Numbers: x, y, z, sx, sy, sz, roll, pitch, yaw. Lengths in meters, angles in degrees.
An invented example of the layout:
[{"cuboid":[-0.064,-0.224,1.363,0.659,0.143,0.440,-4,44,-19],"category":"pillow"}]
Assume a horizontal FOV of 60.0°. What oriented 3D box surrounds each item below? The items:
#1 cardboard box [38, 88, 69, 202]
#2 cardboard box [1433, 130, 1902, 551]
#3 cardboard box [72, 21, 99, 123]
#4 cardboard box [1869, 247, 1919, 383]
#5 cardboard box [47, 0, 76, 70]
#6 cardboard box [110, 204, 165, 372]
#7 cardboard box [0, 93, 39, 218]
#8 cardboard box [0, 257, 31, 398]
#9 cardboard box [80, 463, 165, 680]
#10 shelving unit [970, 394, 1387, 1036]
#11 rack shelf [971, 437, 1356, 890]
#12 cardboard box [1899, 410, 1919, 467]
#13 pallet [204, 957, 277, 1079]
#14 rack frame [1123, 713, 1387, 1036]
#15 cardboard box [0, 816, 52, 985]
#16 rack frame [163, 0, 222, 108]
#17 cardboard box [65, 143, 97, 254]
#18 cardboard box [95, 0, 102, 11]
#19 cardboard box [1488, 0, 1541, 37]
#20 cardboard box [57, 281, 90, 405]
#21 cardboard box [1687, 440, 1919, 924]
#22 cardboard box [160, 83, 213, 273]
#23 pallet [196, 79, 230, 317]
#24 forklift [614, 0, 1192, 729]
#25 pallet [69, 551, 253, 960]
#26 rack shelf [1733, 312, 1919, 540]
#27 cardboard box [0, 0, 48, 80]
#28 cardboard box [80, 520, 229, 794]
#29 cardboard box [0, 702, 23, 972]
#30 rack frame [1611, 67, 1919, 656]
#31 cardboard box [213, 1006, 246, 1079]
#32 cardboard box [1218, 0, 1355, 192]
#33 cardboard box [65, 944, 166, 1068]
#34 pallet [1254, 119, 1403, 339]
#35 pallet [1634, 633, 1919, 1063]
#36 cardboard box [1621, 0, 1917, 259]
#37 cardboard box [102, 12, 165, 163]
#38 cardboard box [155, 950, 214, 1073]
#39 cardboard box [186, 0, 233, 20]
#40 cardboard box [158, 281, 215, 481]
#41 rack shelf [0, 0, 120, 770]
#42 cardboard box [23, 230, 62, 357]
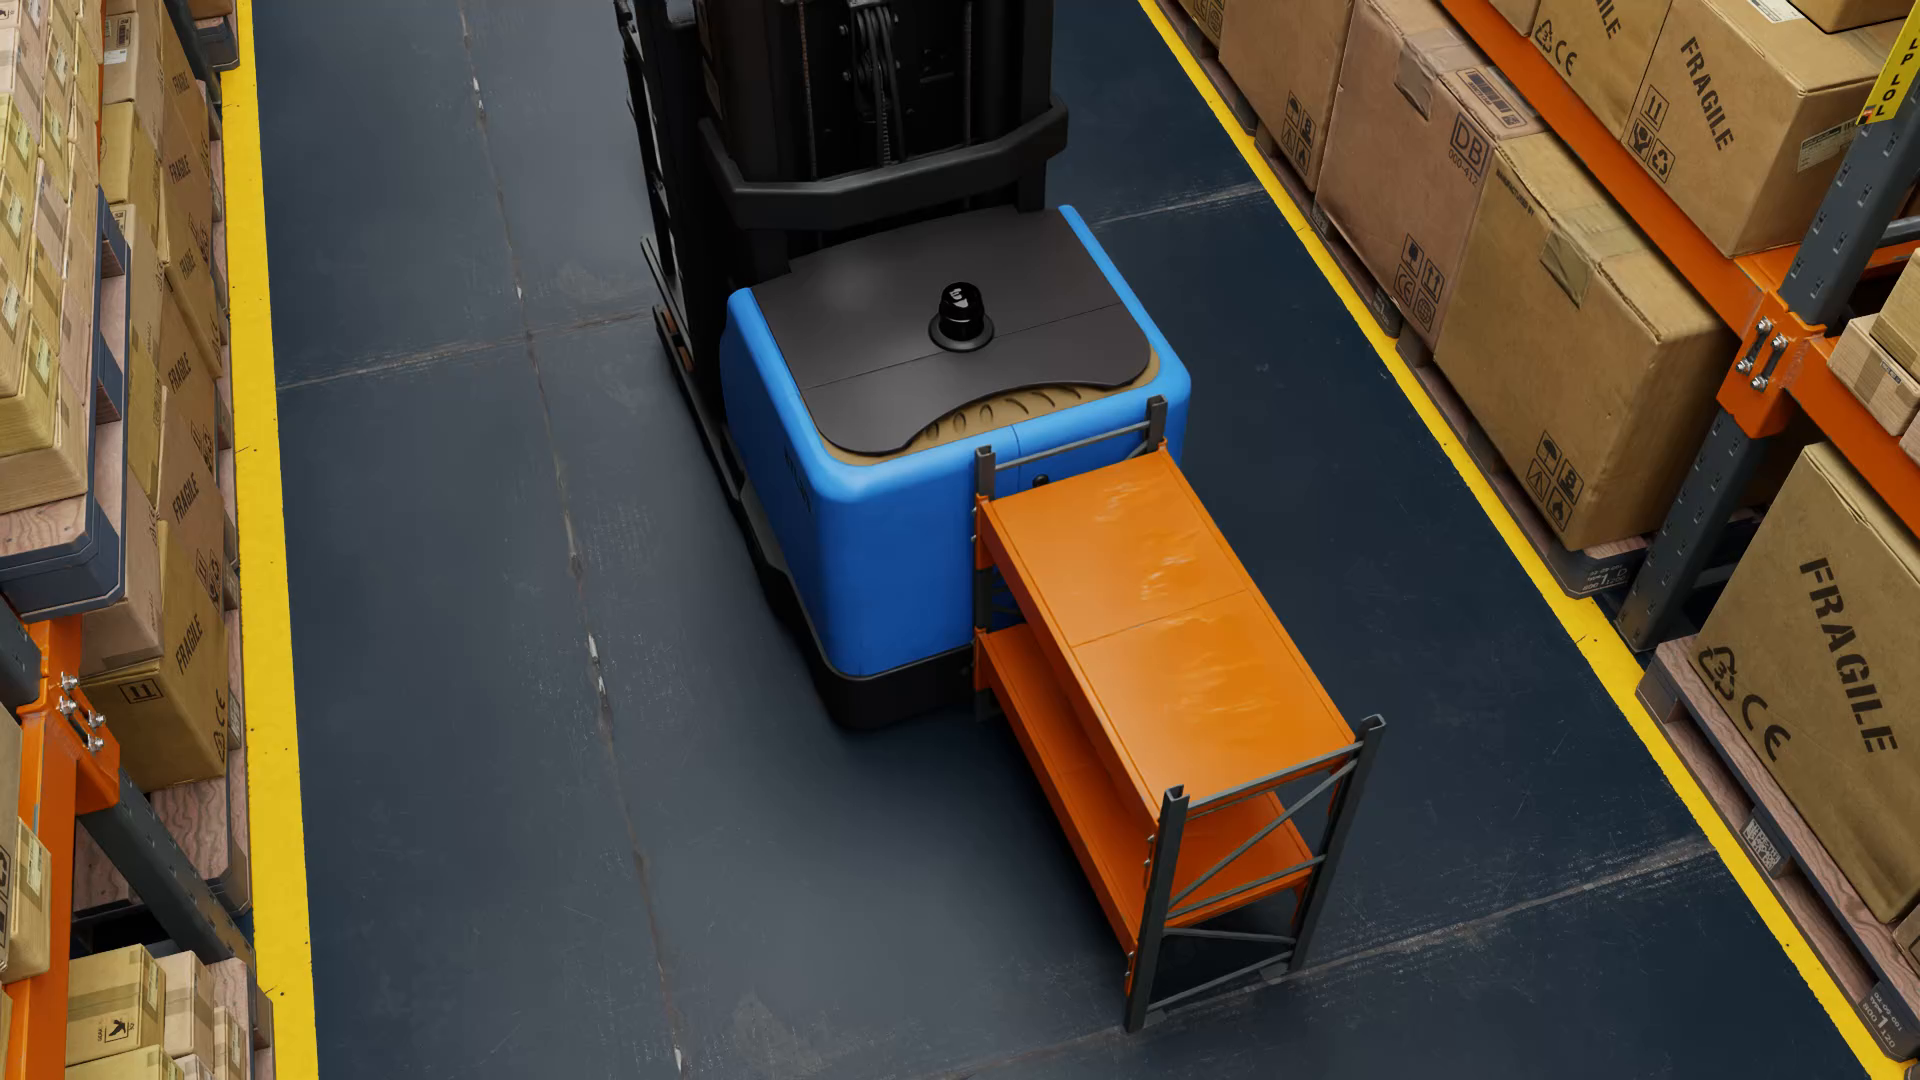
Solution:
[{"cuboid":[-2.208,-0.842,3.693,0.380,0.149,0.250,-15,52,-13],"category":"cardboard box"},{"cuboid":[2.261,-0.694,4.988,1.225,0.875,0.875,-13,51,-11],"category":"cardboard box"},{"cuboid":[-2.367,-1.132,4.132,0.380,0.149,0.250,-14,51,-12],"category":"cardboard box"},{"cuboid":[2.358,-0.426,3.551,0.500,0.250,0.500,-14,51,-12],"category":"cardboard box"},{"cuboid":[-2.368,-1.232,4.022,0.380,0.149,0.250,-14,51,-12],"category":"cardboard box"},{"cuboid":[-2.571,-0.666,4.719,0.500,0.250,0.500,-12,51,-10],"category":"cardboard box"},{"cuboid":[-2.137,-0.761,3.430,0.380,0.149,0.250,-13,51,-11],"category":"cardboard box"},{"cuboid":[-1.975,-0.371,3.101,0.380,0.149,0.250,-11,51,-9],"category":"cardboard box"},{"cuboid":[-2.264,0.096,4.077,0.500,0.250,0.500,-15,52,-13],"category":"cardboard box"},{"cuboid":[0.461,0.445,4.139,0.538,1.125,1.048,-17,52,-14],"category":"shelving unit"},{"cuboid":[0.461,0.257,3.915,0.538,0.278,1.000,-17,52,-14],"category":"rack shelf"},{"cuboid":[2.317,-0.217,3.635,0.380,0.149,0.250,-15,51,-12],"category":"cardboard box"},{"cuboid":[-2.066,1.648,3.723,1.003,0.211,1.213,-13,51,-11],"category":"pallet"},{"cuboid":[0.650,0.806,3.835,0.500,1.125,0.032,-17,52,-14],"category":"rack frame"},{"cuboid":[-1.810,0.667,2.890,0.380,0.149,0.250,-15,51,-12],"category":"cardboard box"},{"cuboid":[-3.481,-2.655,5.526,1.000,3.000,0.127,-13,51,-11],"category":"rack frame"},{"cuboid":[-2.206,-0.747,3.808,0.380,0.149,0.250,-13,51,-11],"category":"cardboard box"},{"cuboid":[-2.522,-1.515,4.455,0.380,0.149,0.250,-12,51,-10],"category":"cardboard box"},{"cuboid":[1.770,-1.836,4.770,0.500,0.500,0.500,-14,51,-11],"category":"cardboard box"},{"cuboid":[-2.063,-0.380,3.498,0.380,0.149,0.250,-13,51,-10],"category":"cardboard box"},{"cuboid":[2.588,0.269,4.177,0.875,0.875,0.875,-13,51,-11],"category":"cardboard box"},{"cuboid":[-2.887,-1.183,5.645,0.500,0.500,0.500,-11,51,-10],"category":"cardboard box"},{"cuboid":[-3.252,-1.185,6.111,1.003,0.211,1.213,-13,51,-11],"category":"pallet"},{"cuboid":[-0.411,-1.561,4.649,1.130,2.935,3.031,-17,52,-14],"category":"forklift"},{"cuboid":[-2.530,0.597,4.608,1.003,0.211,1.213,-13,51,-11],"category":"pallet"},{"cuboid":[3.061,0.912,2.990,1.077,0.370,4.000,-13,51,-11],"category":"rack shelf"},{"cuboid":[-2.285,-1.131,3.742,0.380,0.149,0.250,-14,51,-11],"category":"cardboard box"},{"cuboid":[-2.263,0.337,4.364,0.500,0.500,0.500,-12,51,-10],"category":"cardboard box"},{"cuboid":[-1.885,0.428,2.667,0.500,0.500,0.500,-13,51,-11],"category":"cardboard box"},{"cuboid":[2.470,-0.781,3.946,1.000,3.000,0.127,-13,51,-11],"category":"rack frame"},{"cuboid":[-1.857,1.260,3.816,0.380,0.149,0.250,-13,51,-11],"category":"cardboard box"},{"cuboid":[1.727,-1.991,6.082,1.225,0.875,0.875,-13,51,-11],"category":"cardboard box"},{"cuboid":[-1.944,1.060,3.596,0.380,0.149,0.250,-12,51,-10],"category":"cardboard box"},{"cuboid":[1.805,-1.321,6.226,1.003,0.211,1.213,-13,51,-11],"category":"pallet"},{"cuboid":[2.620,0.691,4.529,1.003,0.211,1.213,-13,51,-11],"category":"pallet"},{"cuboid":[2.071,-1.093,4.144,0.500,0.500,0.500,-13,51,-11],"category":"cardboard box"},{"cuboid":[-2.869,-1.419,5.354,0.500,0.250,0.500,-13,51,-10],"category":"cardboard box"},{"cuboid":[-1.901,1.113,3.745,0.380,0.149,0.250,-12,51,-10],"category":"cardboard box"},{"cuboid":[-3.575,-2.530,6.618,1.050,0.750,0.750,-14,51,-11],"category":"cardboard box"},{"cuboid":[-2.589,-0.428,5.009,0.500,0.500,0.500,-13,51,-10],"category":"cardboard box"},{"cuboid":[-2.890,-0.962,4.570,1.077,0.370,4.000,-13,51,-11],"category":"rack shelf"},{"cuboid":[-2.054,-0.464,3.374,0.380,0.149,0.250,-14,51,-12],"category":"cardboard box"}]
